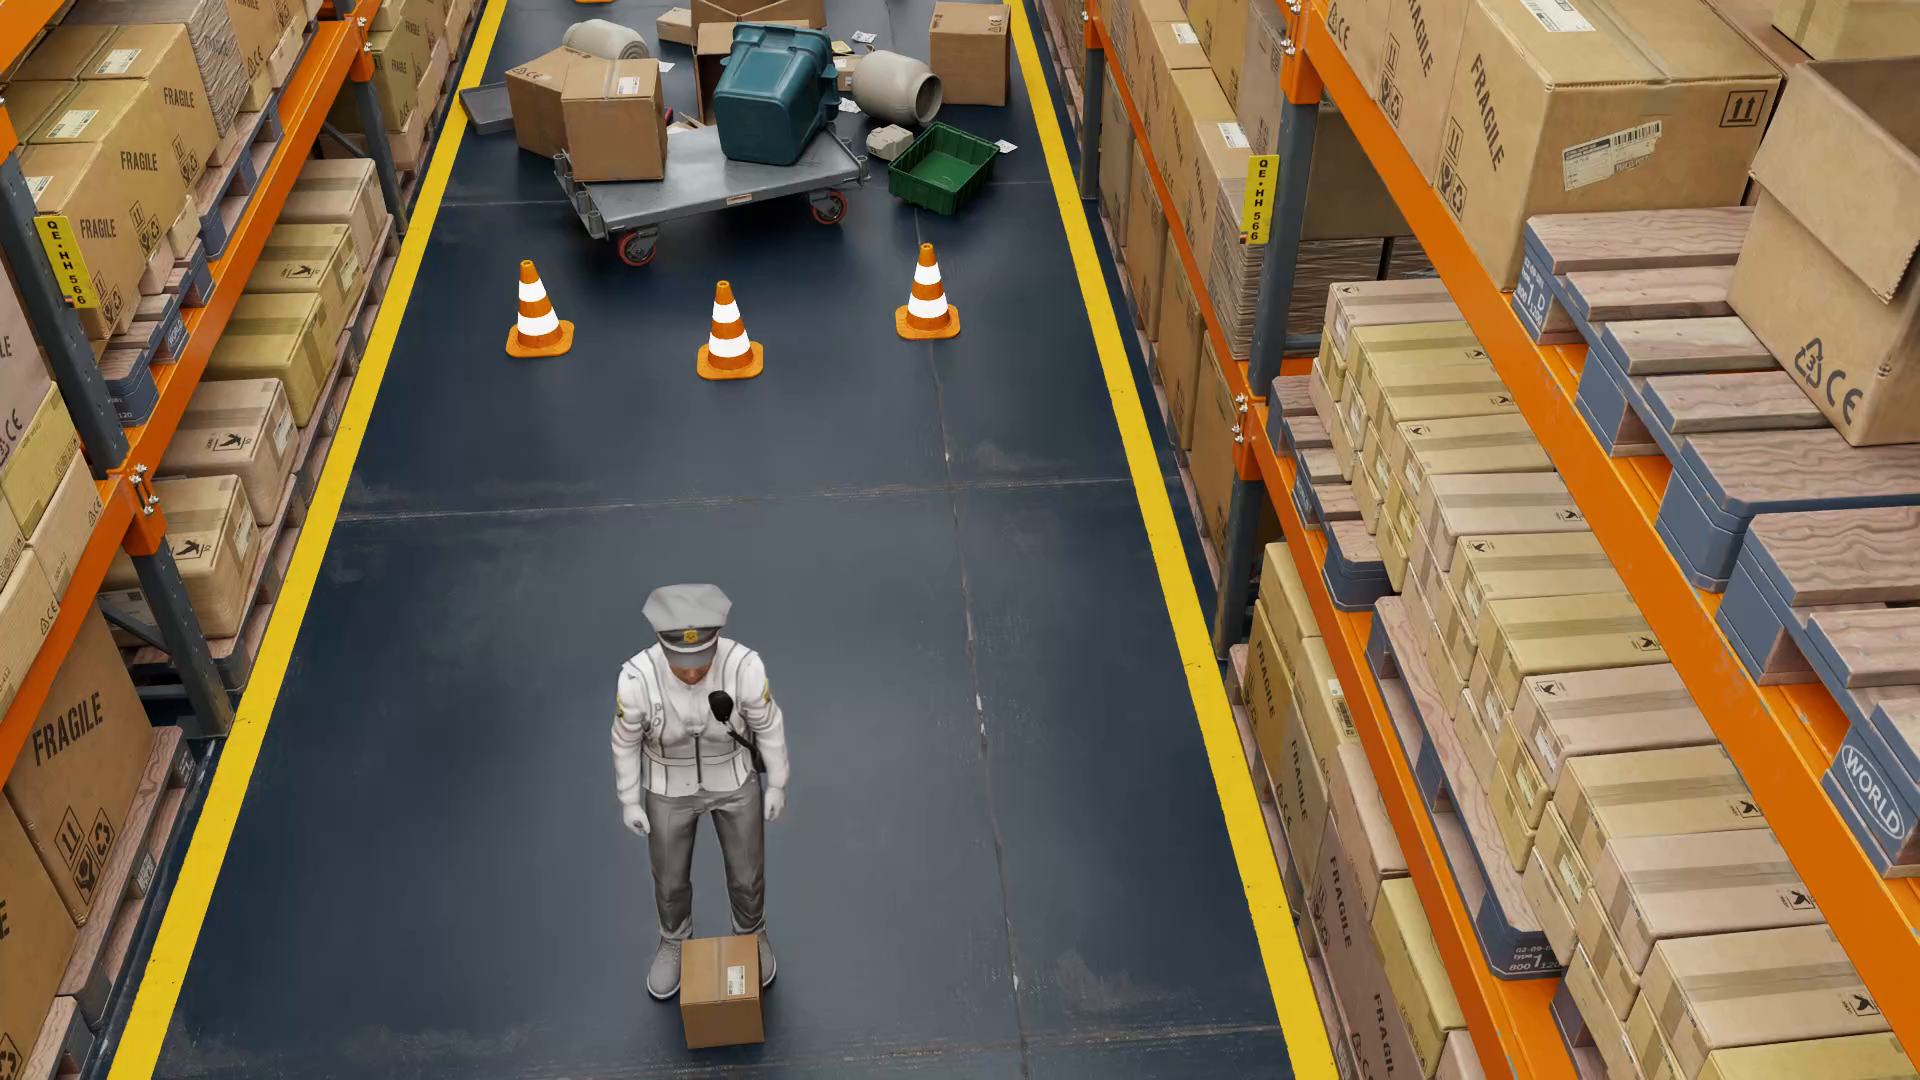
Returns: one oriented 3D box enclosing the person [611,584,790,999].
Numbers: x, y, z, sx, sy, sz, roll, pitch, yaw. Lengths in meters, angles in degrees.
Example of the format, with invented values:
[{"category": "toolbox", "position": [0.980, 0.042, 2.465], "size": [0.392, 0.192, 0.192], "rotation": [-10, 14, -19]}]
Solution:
[{"category": "person", "position": [-0.801, 0.782, 5.198], "size": [0.544, 1.663, 0.376], "rotation": [-5, 40, -7]}]
